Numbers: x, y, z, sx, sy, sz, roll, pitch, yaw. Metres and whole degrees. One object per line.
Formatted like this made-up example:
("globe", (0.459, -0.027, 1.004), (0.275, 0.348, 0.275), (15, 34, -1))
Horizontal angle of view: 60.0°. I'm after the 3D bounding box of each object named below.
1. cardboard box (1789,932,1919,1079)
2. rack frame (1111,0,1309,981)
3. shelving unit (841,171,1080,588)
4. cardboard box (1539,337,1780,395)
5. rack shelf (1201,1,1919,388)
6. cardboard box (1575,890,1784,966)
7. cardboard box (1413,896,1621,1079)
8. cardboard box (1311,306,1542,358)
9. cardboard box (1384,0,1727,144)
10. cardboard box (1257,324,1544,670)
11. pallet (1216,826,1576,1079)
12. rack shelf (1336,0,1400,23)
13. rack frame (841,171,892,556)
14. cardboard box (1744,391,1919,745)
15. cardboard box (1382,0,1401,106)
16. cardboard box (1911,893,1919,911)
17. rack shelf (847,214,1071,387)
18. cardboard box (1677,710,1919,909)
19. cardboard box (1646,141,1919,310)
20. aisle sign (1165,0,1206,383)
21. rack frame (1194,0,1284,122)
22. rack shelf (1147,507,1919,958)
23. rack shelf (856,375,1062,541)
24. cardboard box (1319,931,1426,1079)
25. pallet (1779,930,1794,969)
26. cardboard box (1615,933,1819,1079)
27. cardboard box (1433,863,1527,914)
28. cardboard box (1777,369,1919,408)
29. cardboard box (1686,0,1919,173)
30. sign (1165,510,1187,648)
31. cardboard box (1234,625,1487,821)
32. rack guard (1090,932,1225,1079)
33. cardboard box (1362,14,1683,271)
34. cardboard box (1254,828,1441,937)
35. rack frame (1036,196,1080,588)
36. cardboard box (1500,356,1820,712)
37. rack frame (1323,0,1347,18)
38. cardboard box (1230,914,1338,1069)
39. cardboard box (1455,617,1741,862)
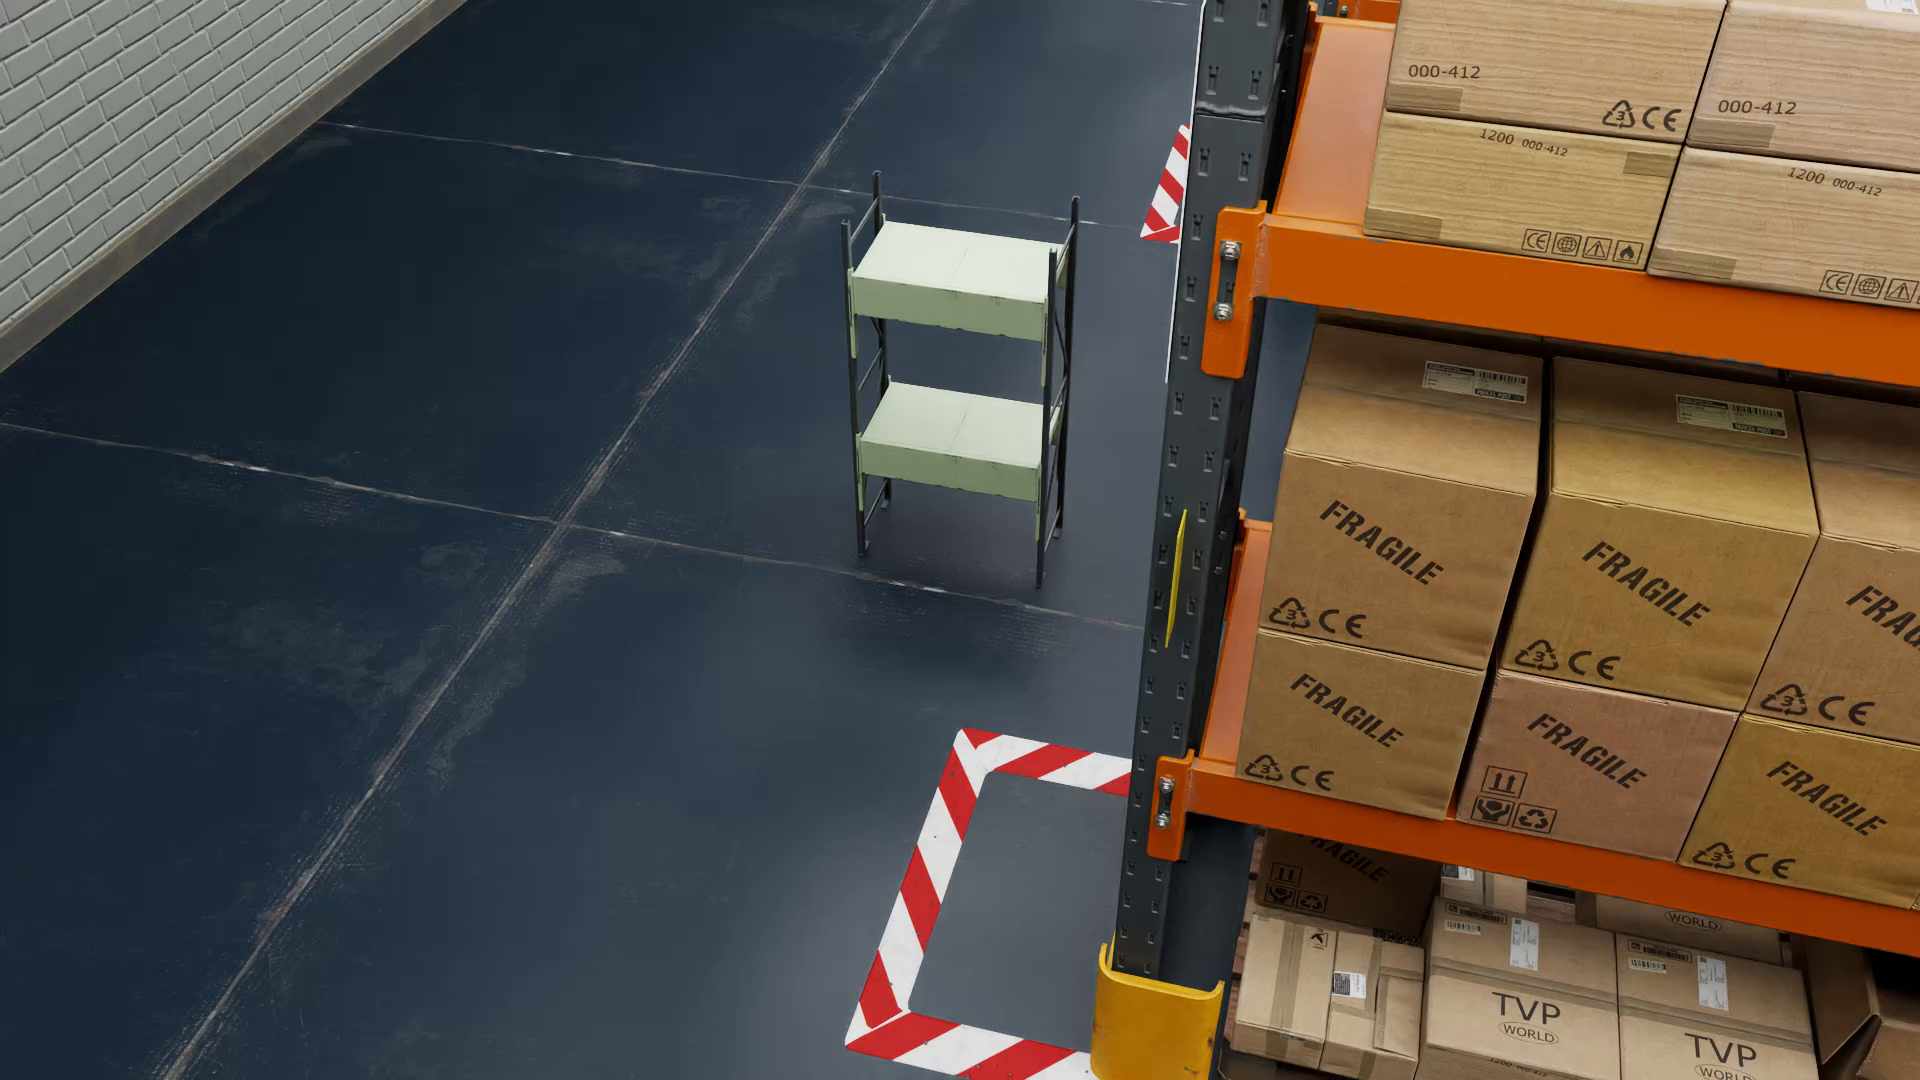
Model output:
("cardboard box", (2.661, 1.224, 4.559), (0.637, 0.503, 0.797), (10, 41, 11))
("rack frame", (0.613, 0.081, 4.322), (0.127, 3.000, 1.000), (10, 41, 11))
("shelving unit", (0.006, -0.573, 6.266), (0.755, 1.500, 0.431), (10, 41, 11))
("cardboard box", (1.602, -0.354, 3.984), (0.500, 0.500, 0.500), (11, 41, 13))
("rack shelf", (2.545, -0.460, 3.193), (4.000, 0.370, 1.077), (10, 41, 11))
("cardboard box", (2.112, 1.079, 4.929), (0.500, 0.250, 0.500), (10, 41, 11))
("cardboard box", (1.548, 1.315, 4.648), (0.500, 0.250, 0.500), (10, 41, 11))
("cardboard box", (1.114, -0.437, 4.083), (0.500, 0.500, 0.500), (9, 41, 11))
("cardboard box", (1.042, -0.955, 2.950), (0.500, 0.250, 0.500), (10, 41, 11))
("cardboard box", (0.974, -0.103, 3.685), (0.500, 0.500, 0.500), (11, 41, 13))
("pallet", (1.457, 1.293, 5.046), (1.213, 0.211, 1.003), (10, 41, 11))
("rack shelf", (3.829, -2.388, 7.821), (4.000, 0.370, 1.077), (10, 41, 11))
("rack frame", (-0.347, -0.634, 6.339), (0.023, 1.500, 0.400), (10, 41, 11))
("cardboard box", (1.963, 0.065, 3.485), (0.500, 0.500, 0.500), (10, 41, 12))
("cardboard box", (1.178, -1.089, 3.499), (0.500, 0.250, 0.500), (10, 41, 11))
("cardboard box", (2.440, 0.532, 3.707), (0.500, 0.500, 0.500), (10, 41, 12))
("rack shelf", (0.006, -0.872, 6.015), (0.720, 0.370, 0.431), (10, 41, 11))
("cardboard box", (1.957, 0.448, 3.807), (0.500, 0.500, 0.500), (10, 41, 11))
("cardboard box", (1.523, -0.676, 3.007), (0.500, 0.250, 0.500), (10, 41, 11))
("aisle sign", (0.471, -0.744, 3.282), (0.004, 0.787, 0.394), (10, 41, 11))
("rack frame", (0.613, -2.217, 2.392), (0.127, 3.000, 1.000), (10, 41, 11))
("rack shelf", (2.545, 0.689, 4.157), (4.000, 0.370, 1.077), (10, 41, 11))
("rack shelf", (0.006, -0.324, 6.476), (0.720, 0.370, 0.431), (10, 41, 11))
("cardboard box", (1.170, 1.322, 4.705), (0.250, 0.166, 0.380), (10, 41, 11))
("pallet", (2.632, 1.497, 4.803), (1.213, 0.211, 1.003), (10, 41, 11))
("cardboard box", (2.031, 1.398, 4.549), (0.500, 0.250, 0.500), (10, 41, 11))
("cardboard box", (1.570, 1.058, 5.019), (0.250, 0.166, 0.380), (10, 41, 11))
("cardboard box", (2.104, -0.271, 3.885), (0.500, 0.500, 0.500), (11, 41, 13))
("cardboard box", (1.523, -0.867, 2.846), (0.500, 0.250, 0.500), (10, 41, 11))
("sign", (0.473, 0.086, 3.642), (0.005, 0.325, 0.100), (10, 41, 11))
("cardboard box", (0.974, 0.280, 4.007), (0.500, 0.500, 0.500), (11, 41, 12))
("rack guard", (0.687, 1.050, 5.111), (0.348, 0.500, 1.175), (10, 41, 11))
("cardboard box", (1.044, -0.767, 3.116), (0.500, 0.250, 0.500), (10, 41, 11))
("cardboard box", (1.202, 0.807, 5.059), (0.500, 0.500, 0.500), (10, 41, 11))
("rack frame", (0.360, -0.512, 6.194), (0.023, 1.500, 0.400), (10, 41, 11))
("cardboard box", (1.481, -0.021, 3.587), (0.500, 0.500, 0.500), (10, 41, 12))
("rack frame", (1.897, -2.996, 7.985), (0.127, 3.000, 1.000), (10, 41, 11))
("cardboard box", (0.929, 1.287, 4.760), (0.250, 0.149, 0.380), (10, 41, 11))
("cardboard box", (1.473, 0.362, 3.908), (0.500, 0.500, 0.500), (9, 41, 11))
